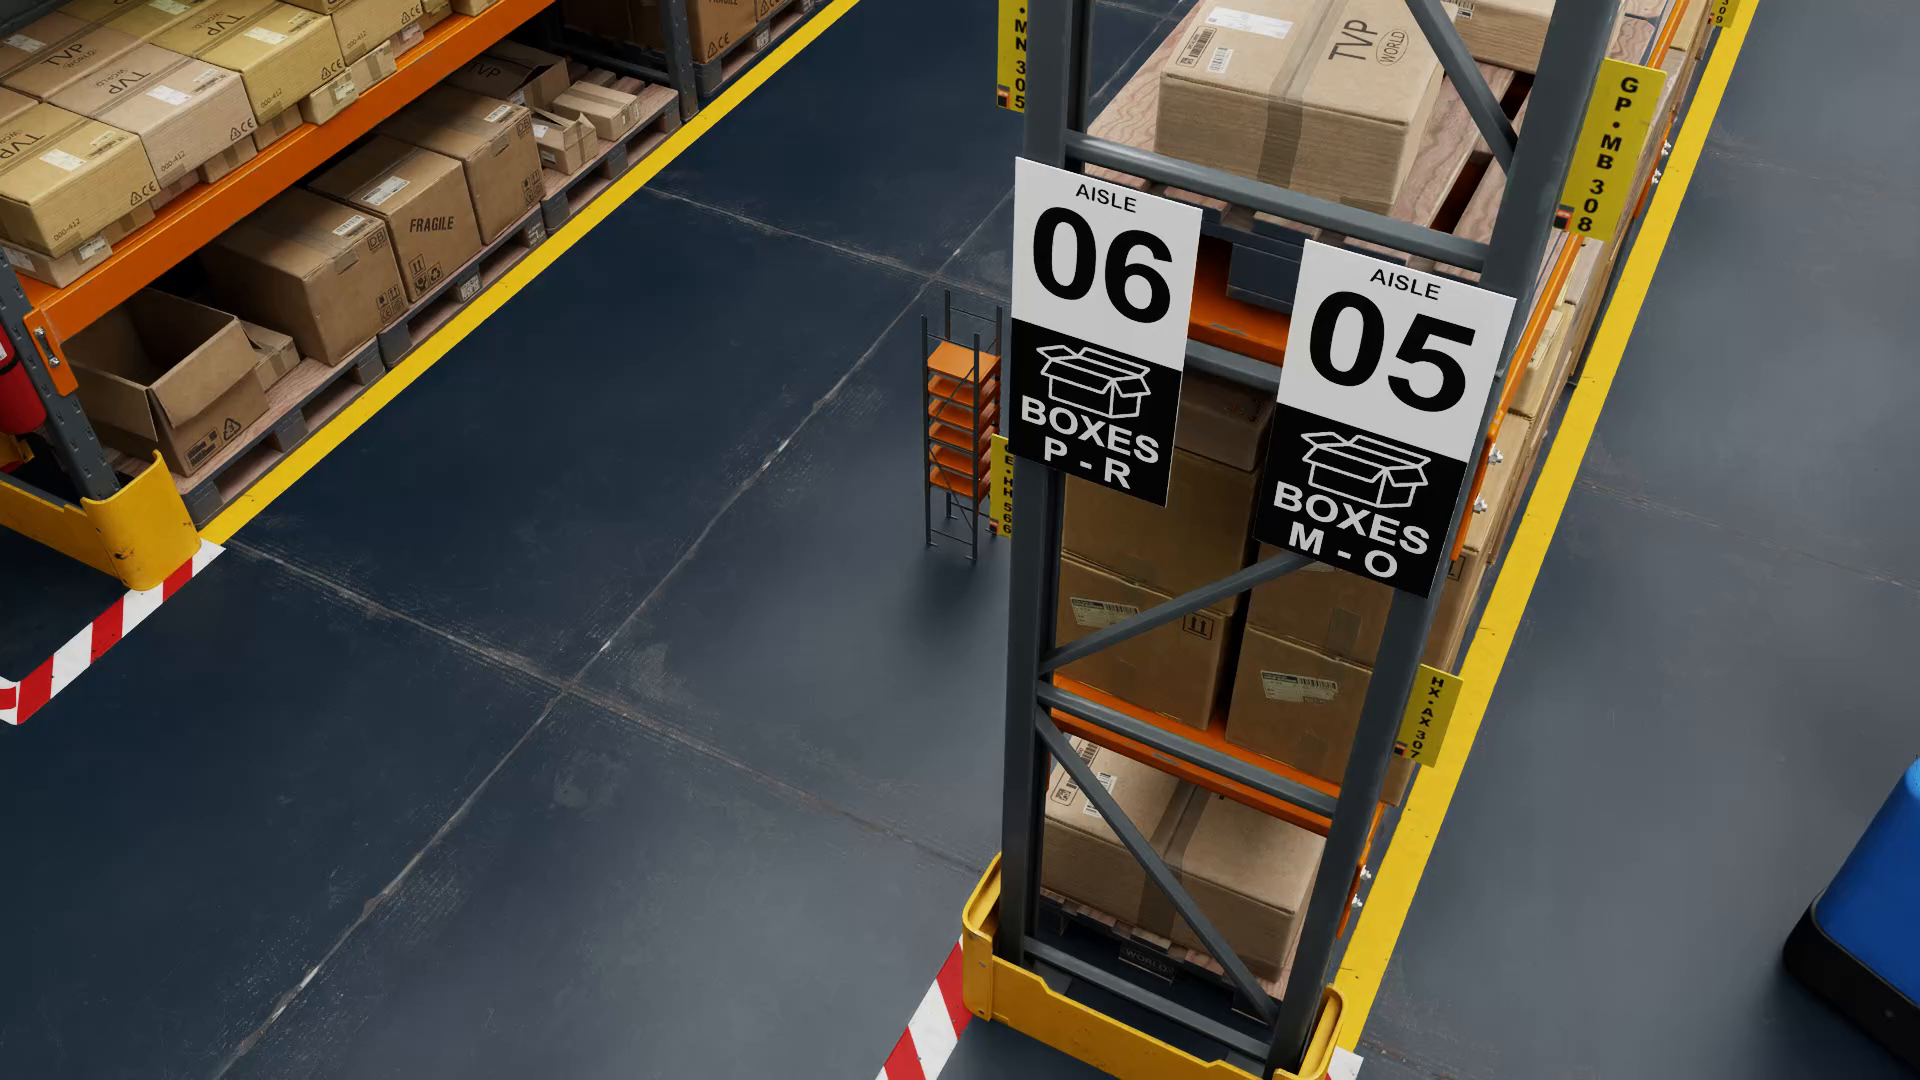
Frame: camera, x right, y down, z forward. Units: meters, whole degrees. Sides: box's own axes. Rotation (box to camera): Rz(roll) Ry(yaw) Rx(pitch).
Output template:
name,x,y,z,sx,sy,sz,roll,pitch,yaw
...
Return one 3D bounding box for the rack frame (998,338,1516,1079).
name,x,y,z,sx,sy,sz,roll,pitch,yaw
rack frame,0.594,0.556,4.372,1.000,3.000,0.127,20,49,19

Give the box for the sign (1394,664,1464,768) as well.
name,x,y,z,sx,sy,sz,roll,pitch,yaw
sign,1.082,0.411,3.851,0.100,0.325,0.005,20,49,19

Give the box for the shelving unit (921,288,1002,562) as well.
name,x,y,z,sx,sy,sz,roll,pitch,yaw
shelving unit,0.007,-0.431,6.612,0.258,1.200,0.189,20,49,19

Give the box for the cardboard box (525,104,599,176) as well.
name,x,y,z,sx,sy,sz,roll,pitch,yaw
cardboard box,-2.112,-2.114,8.637,0.396,0.266,0.258,22,49,20

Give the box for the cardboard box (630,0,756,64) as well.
name,x,y,z,sx,sy,sz,roll,pitch,yaw
cardboard box,-1.524,-3.100,9.447,0.500,0.500,0.500,22,49,21

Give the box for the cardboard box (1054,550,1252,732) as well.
name,x,y,z,sx,sy,sz,roll,pitch,yaw
cardboard box,0.583,0.129,4.723,0.500,0.500,0.500,21,49,19

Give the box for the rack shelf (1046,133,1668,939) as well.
name,x,y,z,sx,sy,sz,roll,pitch,yaw
rack shelf,1.522,-0.451,5.873,1.077,0.370,4.000,20,49,19

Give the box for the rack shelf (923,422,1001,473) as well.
name,x,y,z,sx,sy,sz,roll,pitch,yaw
rack shelf,0.007,-0.400,6.644,0.258,0.103,0.180,20,49,19

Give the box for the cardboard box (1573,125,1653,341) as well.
name,x,y,z,sx,sy,sz,roll,pitch,yaw
cardboard box,1.765,-1.008,5.144,0.500,0.500,0.500,21,49,19

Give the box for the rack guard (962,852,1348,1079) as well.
name,x,y,z,sx,sy,sz,roll,pitch,yaw
rack guard,0.583,1.450,5.246,1.175,0.500,0.348,20,49,19

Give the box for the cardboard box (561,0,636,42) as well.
name,x,y,z,sx,sy,sz,roll,pitch,yaw
cardboard box,-1.982,-3.276,9.621,0.500,0.500,0.500,20,49,19

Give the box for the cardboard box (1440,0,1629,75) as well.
name,x,y,z,sx,sy,sz,roll,pitch,yaw
cardboard box,1.302,-1.203,3.812,0.380,0.149,0.250,22,49,20

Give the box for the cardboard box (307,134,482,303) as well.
name,x,y,z,sx,sy,sz,roll,pitch,yaw
cardboard box,-2.671,-1.529,7.895,0.500,0.500,0.500,21,49,20

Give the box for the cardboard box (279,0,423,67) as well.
name,x,y,z,sx,sy,sz,roll,pitch,yaw
cardboard box,-2.670,-2.297,7.087,0.500,0.250,0.500,19,48,18

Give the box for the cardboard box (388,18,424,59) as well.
name,x,y,z,sx,sy,sz,roll,pitch,yaw
cardboard box,-2.604,-2.262,7.333,0.380,0.149,0.250,20,49,19

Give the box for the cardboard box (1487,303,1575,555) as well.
name,x,y,z,sx,sy,sz,roll,pitch,yaw
cardboard box,1.302,-0.367,4.510,0.500,0.500,0.500,19,48,18

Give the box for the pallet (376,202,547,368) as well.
name,x,y,z,sx,sy,sz,roll,pitch,yaw
pallet,-2.833,-1.416,8.282,1.003,0.211,1.213,20,49,19

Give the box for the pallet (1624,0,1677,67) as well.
name,x,y,z,sx,sy,sz,roll,pitch,yaw
pallet,1.494,-1.710,4.564,1.003,0.211,1.213,20,49,19

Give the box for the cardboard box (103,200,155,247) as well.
name,x,y,z,sx,sy,sz,roll,pitch,yaw
cardboard box,-3.332,-1.284,6.367,0.380,0.149,0.250,22,49,20

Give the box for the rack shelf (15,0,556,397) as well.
name,x,y,z,sx,sy,sz,roll,pitch,yaw
rack shelf,-2.876,-2.088,7.490,1.077,0.370,4.000,20,49,19

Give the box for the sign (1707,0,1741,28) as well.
name,x,y,z,sx,sy,sz,roll,pitch,yaw
sign,2.943,-2.114,6.346,0.100,0.325,0.005,20,49,19

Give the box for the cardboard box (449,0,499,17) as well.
name,x,y,z,sx,sy,sz,roll,pitch,yaw
cardboard box,-2.312,-2.559,7.626,0.380,0.149,0.250,20,49,18

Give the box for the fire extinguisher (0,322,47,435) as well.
name,x,y,z,sx,sy,sz,roll,pitch,yaw
fire extinguisher,-3.463,-0.677,5.907,0.296,0.674,0.183,20,49,19

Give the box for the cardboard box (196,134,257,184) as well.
name,x,y,z,sx,sy,sz,roll,pitch,yaw
cardboard box,-3.069,-1.600,6.679,0.380,0.149,0.250,22,49,20

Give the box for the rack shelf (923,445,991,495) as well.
name,x,y,z,sx,sy,sz,roll,pitch,yaw
rack shelf,0.007,-0.315,6.729,0.258,0.103,0.180,20,49,19

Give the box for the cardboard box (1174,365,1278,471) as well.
name,x,y,z,sx,sy,sz,roll,pitch,yaw
cardboard box,0.583,-0.351,4.038,0.380,0.149,0.250,21,49,20

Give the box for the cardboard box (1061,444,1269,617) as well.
name,x,y,z,sx,sy,sz,roll,pitch,yaw
cardboard box,0.607,-0.213,4.358,0.500,0.500,0.500,22,49,20

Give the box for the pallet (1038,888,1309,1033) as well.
name,x,y,z,sx,sy,sz,roll,pitch,yaw
pallet,0.896,1.007,5.887,1.003,0.211,1.213,20,49,19

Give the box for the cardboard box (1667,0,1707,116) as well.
name,x,y,z,sx,sy,sz,roll,pitch,yaw
cardboard box,2.233,-1.645,5.774,0.500,0.500,0.500,20,49,18

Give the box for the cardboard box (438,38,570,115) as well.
name,x,y,z,sx,sy,sz,roll,pitch,yaw
cardboard box,-2.464,-2.465,8.952,0.500,0.311,0.500,22,49,20

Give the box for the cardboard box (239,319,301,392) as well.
name,x,y,z,sx,sy,sz,roll,pitch,yaw
cardboard box,-3.205,-0.835,7.455,0.380,0.149,0.250,19,48,18

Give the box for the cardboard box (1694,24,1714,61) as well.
name,x,y,z,sx,sy,sz,roll,pitch,yaw
cardboard box,2.905,-2.271,6.919,0.500,0.250,0.500,19,48,18

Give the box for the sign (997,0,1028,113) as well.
name,x,y,z,sx,sy,sz,roll,pitch,yaw
sign,0.120,-0.970,3.204,0.100,0.325,0.005,20,49,19

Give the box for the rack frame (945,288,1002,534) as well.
name,x,y,z,sx,sy,sz,roll,pitch,yaw
rack frame,0.049,-0.489,6.669,0.240,1.200,0.006,20,49,19

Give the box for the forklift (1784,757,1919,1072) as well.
name,x,y,z,sx,sy,sz,roll,pitch,yaw
forklift,4.233,0.043,4.927,3.031,2.935,1.130,-29,52,-25

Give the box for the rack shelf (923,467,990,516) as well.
name,x,y,z,sx,sy,sz,roll,pitch,yaw
rack shelf,0.007,-0.231,6.814,0.258,0.103,0.180,20,49,19

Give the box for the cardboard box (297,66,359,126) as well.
name,x,y,z,sx,sy,sz,roll,pitch,yaw
cardboard box,-2.767,-1.904,6.979,0.380,0.149,0.250,19,48,18

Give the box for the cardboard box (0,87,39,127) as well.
name,x,y,z,sx,sy,sz,roll,pitch,yaw
cardboard box,-3.826,-1.510,6.310,0.500,0.250,0.500,22,49,20

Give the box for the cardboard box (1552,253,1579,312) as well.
name,x,y,z,sx,sy,sz,roll,pitch,yaw
cardboard box,1.391,-0.677,4.361,0.380,0.149,0.250,19,48,18

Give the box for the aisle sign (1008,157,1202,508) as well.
name,x,y,z,sx,sy,sz,roll,pitch,yaw
aisle sign,0.286,-0.415,3.503,0.394,0.787,0.004,20,49,19

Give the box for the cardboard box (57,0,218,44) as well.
name,x,y,z,sx,sy,sz,roll,pitch,yaw
cardboard box,-3.352,-2.145,6.937,0.500,0.250,0.500,22,49,20

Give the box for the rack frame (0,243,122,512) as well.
name,x,y,z,sx,sy,sz,roll,pitch,yaw
rack frame,-3.804,-1.081,5.989,1.000,3.000,0.127,20,49,19

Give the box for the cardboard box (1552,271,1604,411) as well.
name,x,y,z,sx,sy,sz,roll,pitch,yaw
cardboard box,1.751,-0.650,5.493,0.500,0.500,0.500,22,49,20

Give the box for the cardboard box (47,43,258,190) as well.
name,x,y,z,sx,sy,sz,roll,pitch,yaw
cardboard box,-3.121,-1.647,6.445,0.500,0.250,0.500,21,49,19

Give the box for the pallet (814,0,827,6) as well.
name,x,y,z,sx,sy,sz,roll,pitch,yaw
pallet,-1.038,-3.917,10.752,1.003,0.211,1.213,20,49,19

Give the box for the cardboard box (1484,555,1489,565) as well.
name,x,y,z,sx,sy,sz,roll,pitch,yaw
cardboard box,1.281,-0.015,4.865,0.500,0.500,0.500,20,49,19

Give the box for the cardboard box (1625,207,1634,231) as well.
name,x,y,z,sx,sy,sz,roll,pitch,yaw
cardboard box,2.228,-1.297,6.132,0.500,0.500,0.500,19,48,18
